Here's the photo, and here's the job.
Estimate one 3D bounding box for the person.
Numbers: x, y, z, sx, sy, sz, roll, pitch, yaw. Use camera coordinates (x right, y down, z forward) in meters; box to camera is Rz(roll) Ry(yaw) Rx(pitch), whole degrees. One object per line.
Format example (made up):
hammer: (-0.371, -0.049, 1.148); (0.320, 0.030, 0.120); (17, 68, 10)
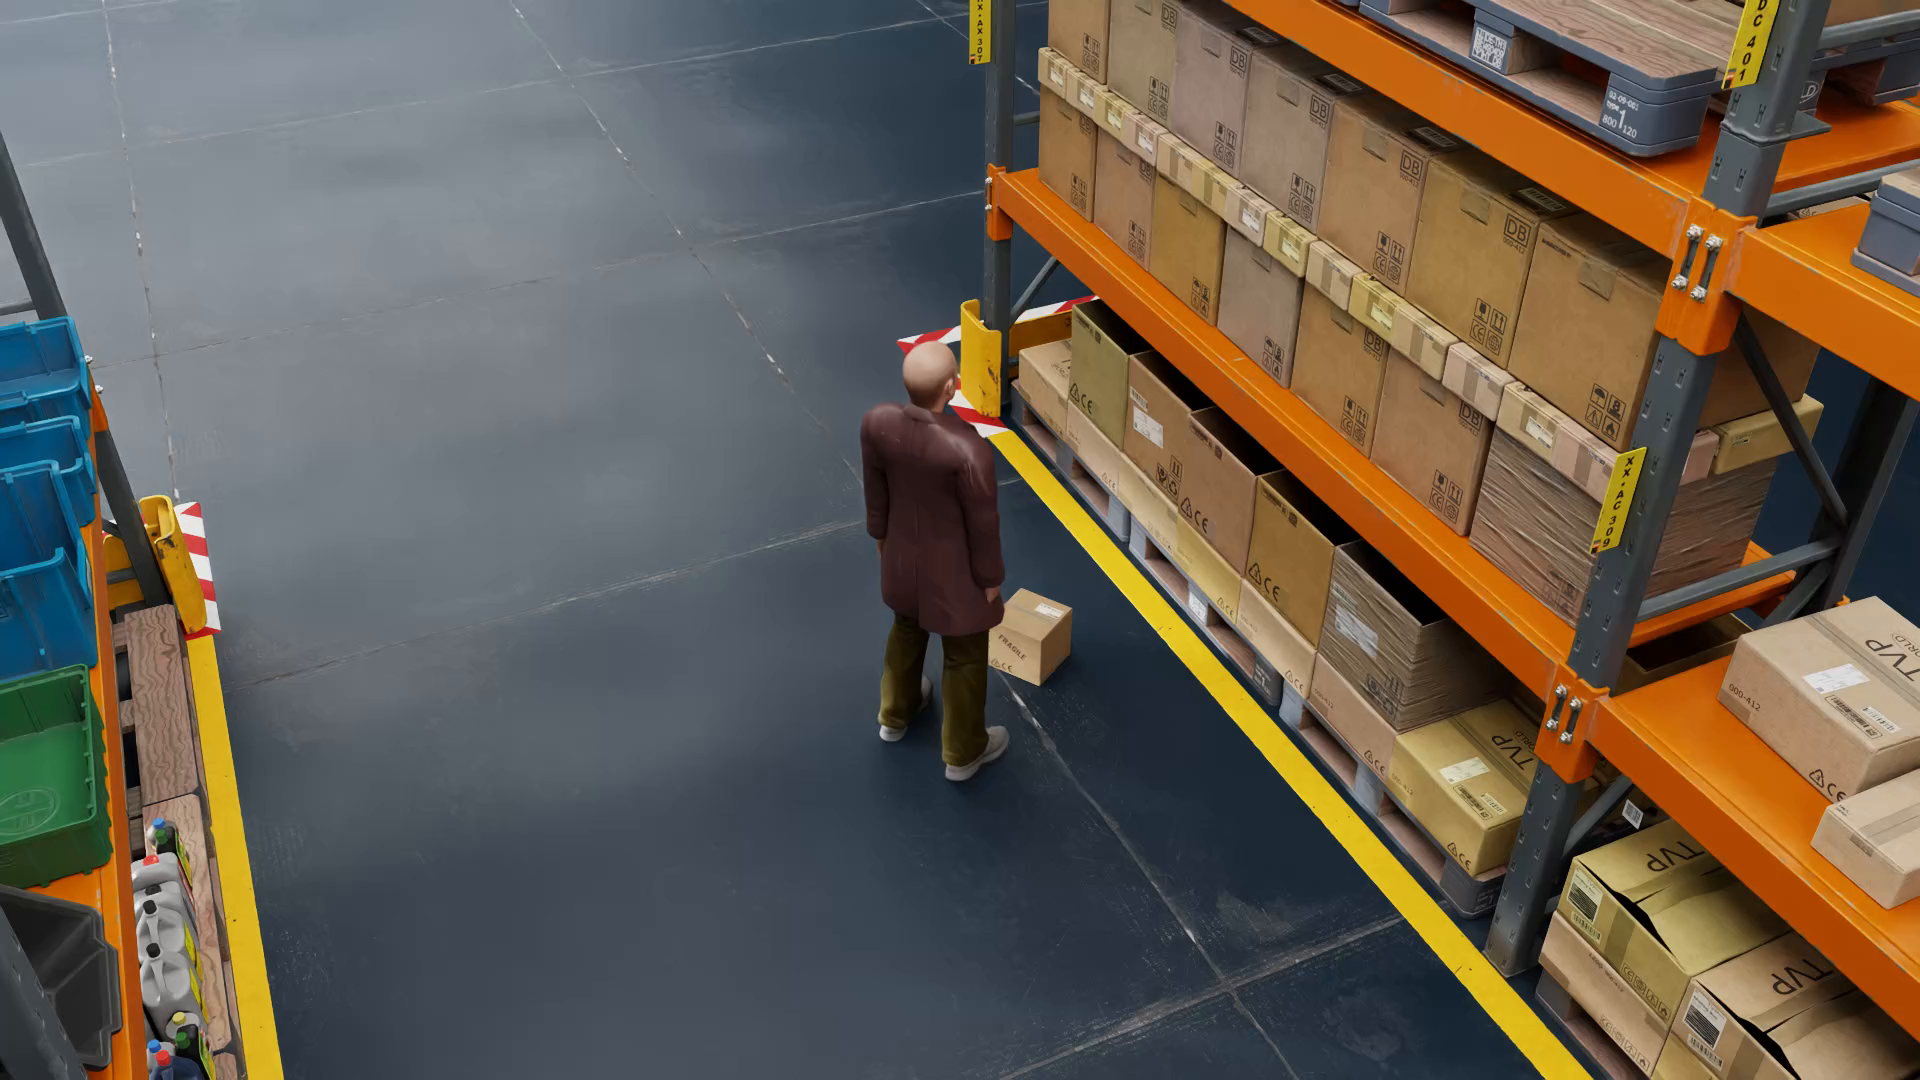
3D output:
person: (-0.095, 0.066, 6.093); (0.600, 1.795, 0.413); (22, 42, 27)
